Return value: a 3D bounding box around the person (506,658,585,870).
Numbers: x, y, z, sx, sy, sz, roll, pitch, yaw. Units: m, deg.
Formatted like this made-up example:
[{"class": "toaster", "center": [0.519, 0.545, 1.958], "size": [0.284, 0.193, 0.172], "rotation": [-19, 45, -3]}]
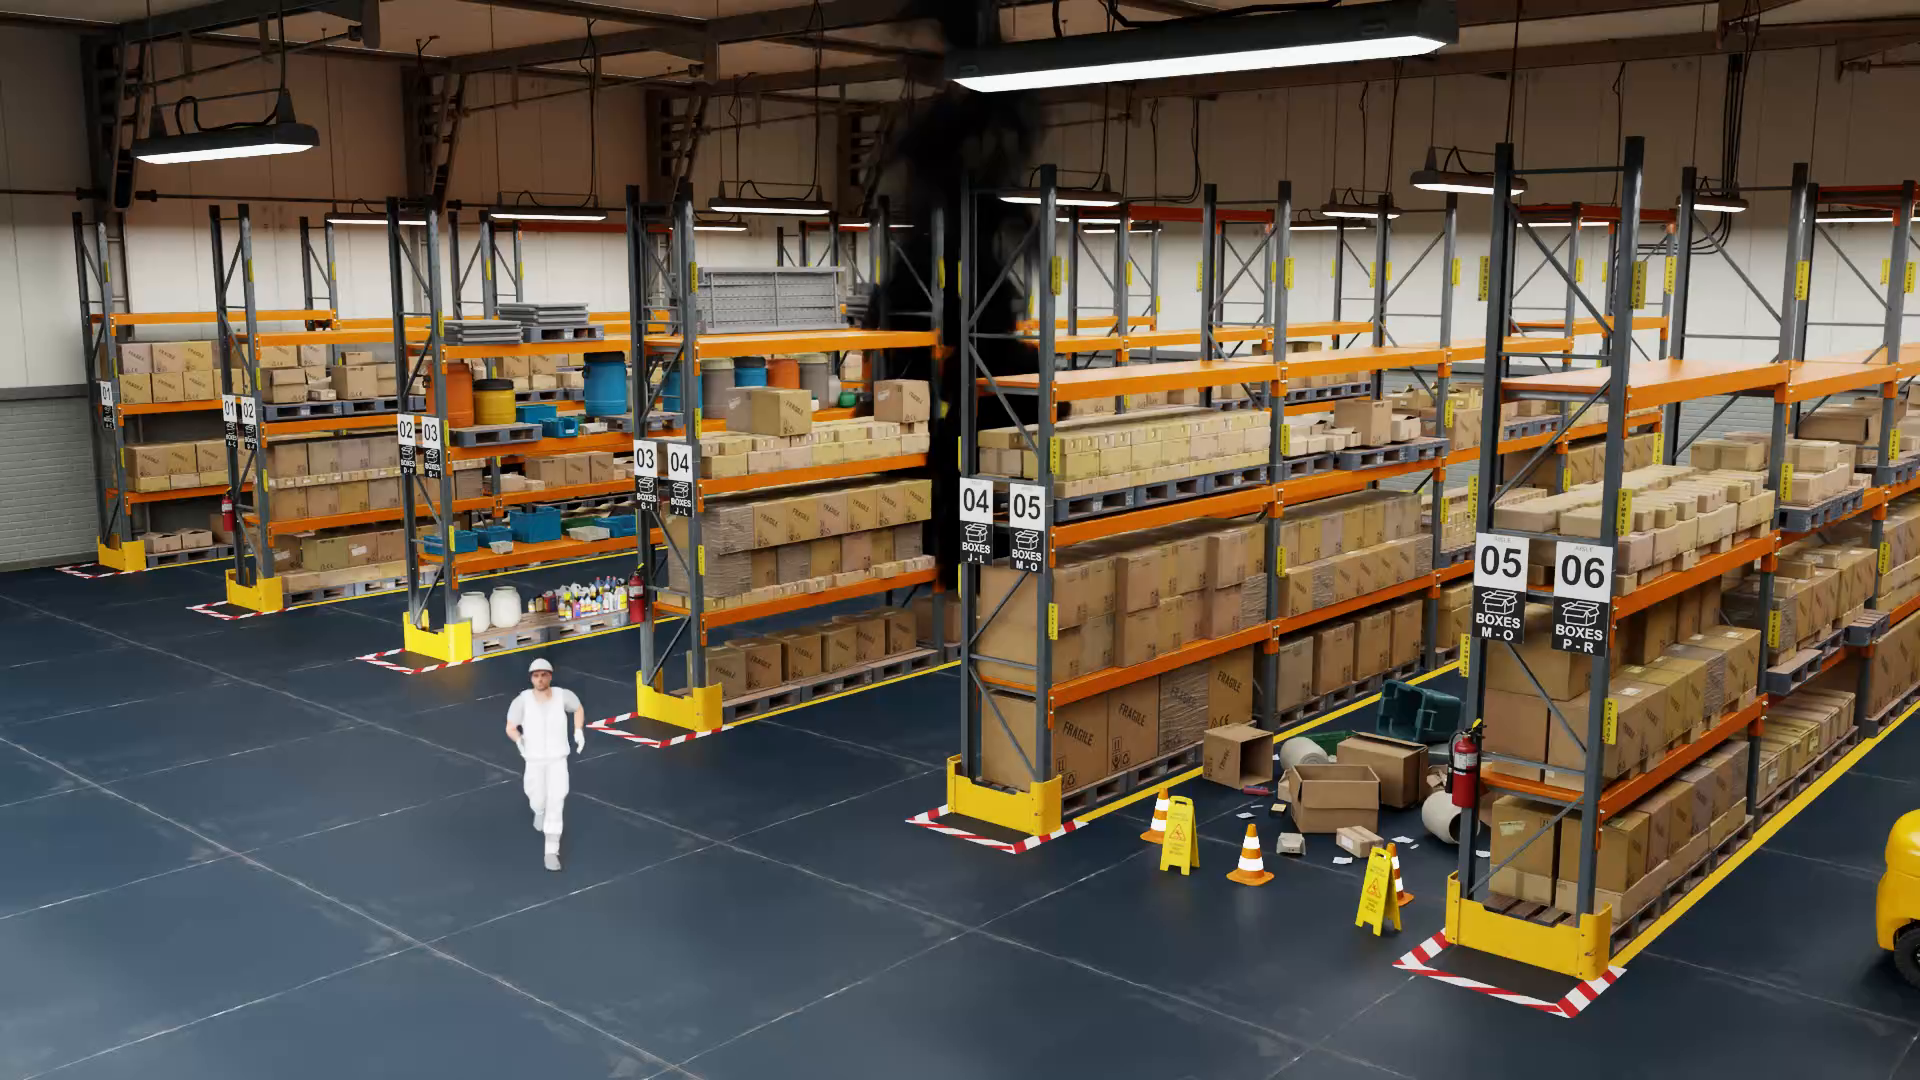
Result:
[{"class": "person", "center": [-3.607, 1.899, 14.534], "size": [0.672, 1.760, 0.993], "rotation": [-2, 10, -14]}]
